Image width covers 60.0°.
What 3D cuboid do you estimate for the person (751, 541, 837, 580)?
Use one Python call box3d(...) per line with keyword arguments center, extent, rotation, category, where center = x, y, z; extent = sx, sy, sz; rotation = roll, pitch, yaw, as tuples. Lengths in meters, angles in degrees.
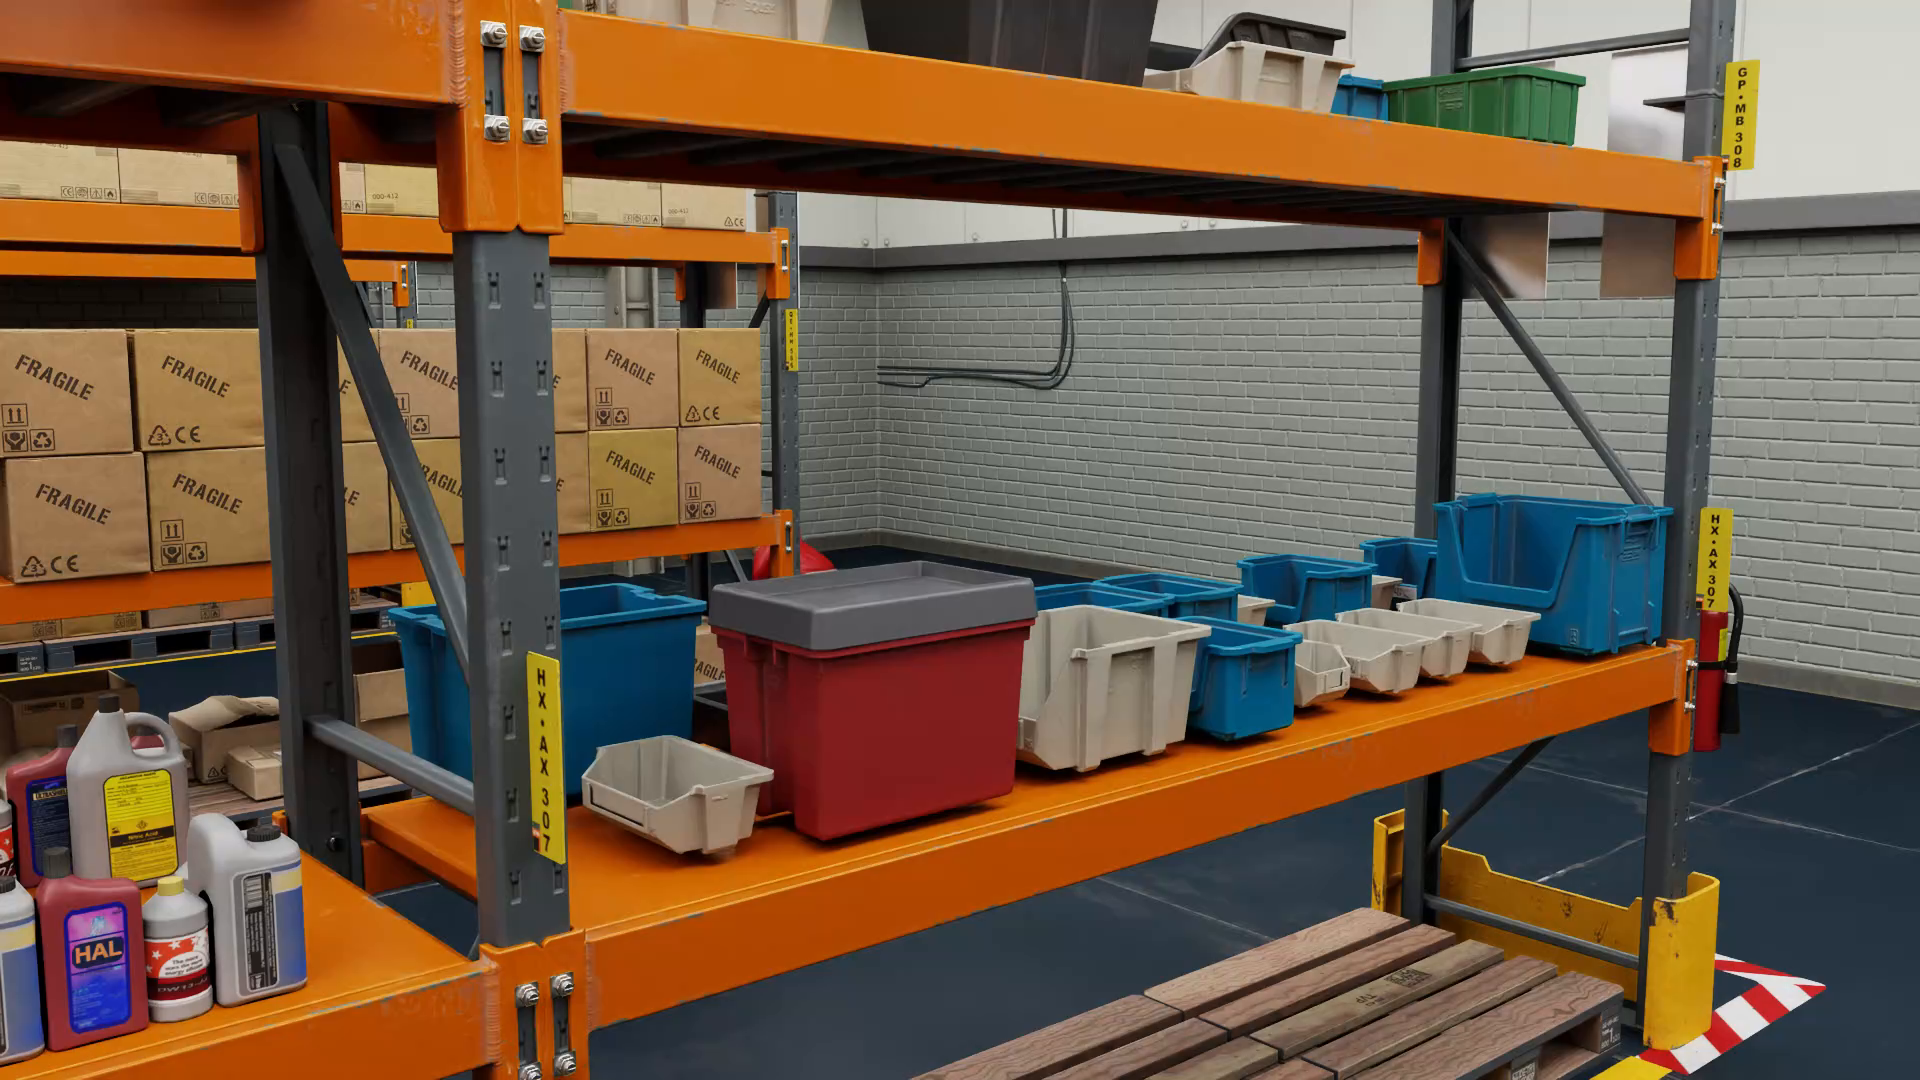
box3d(center=(-1.224, 0.378, 12.294), extent=(0.546, 0.854, 0.882), rotation=(-6, 10, -41), category="person")
